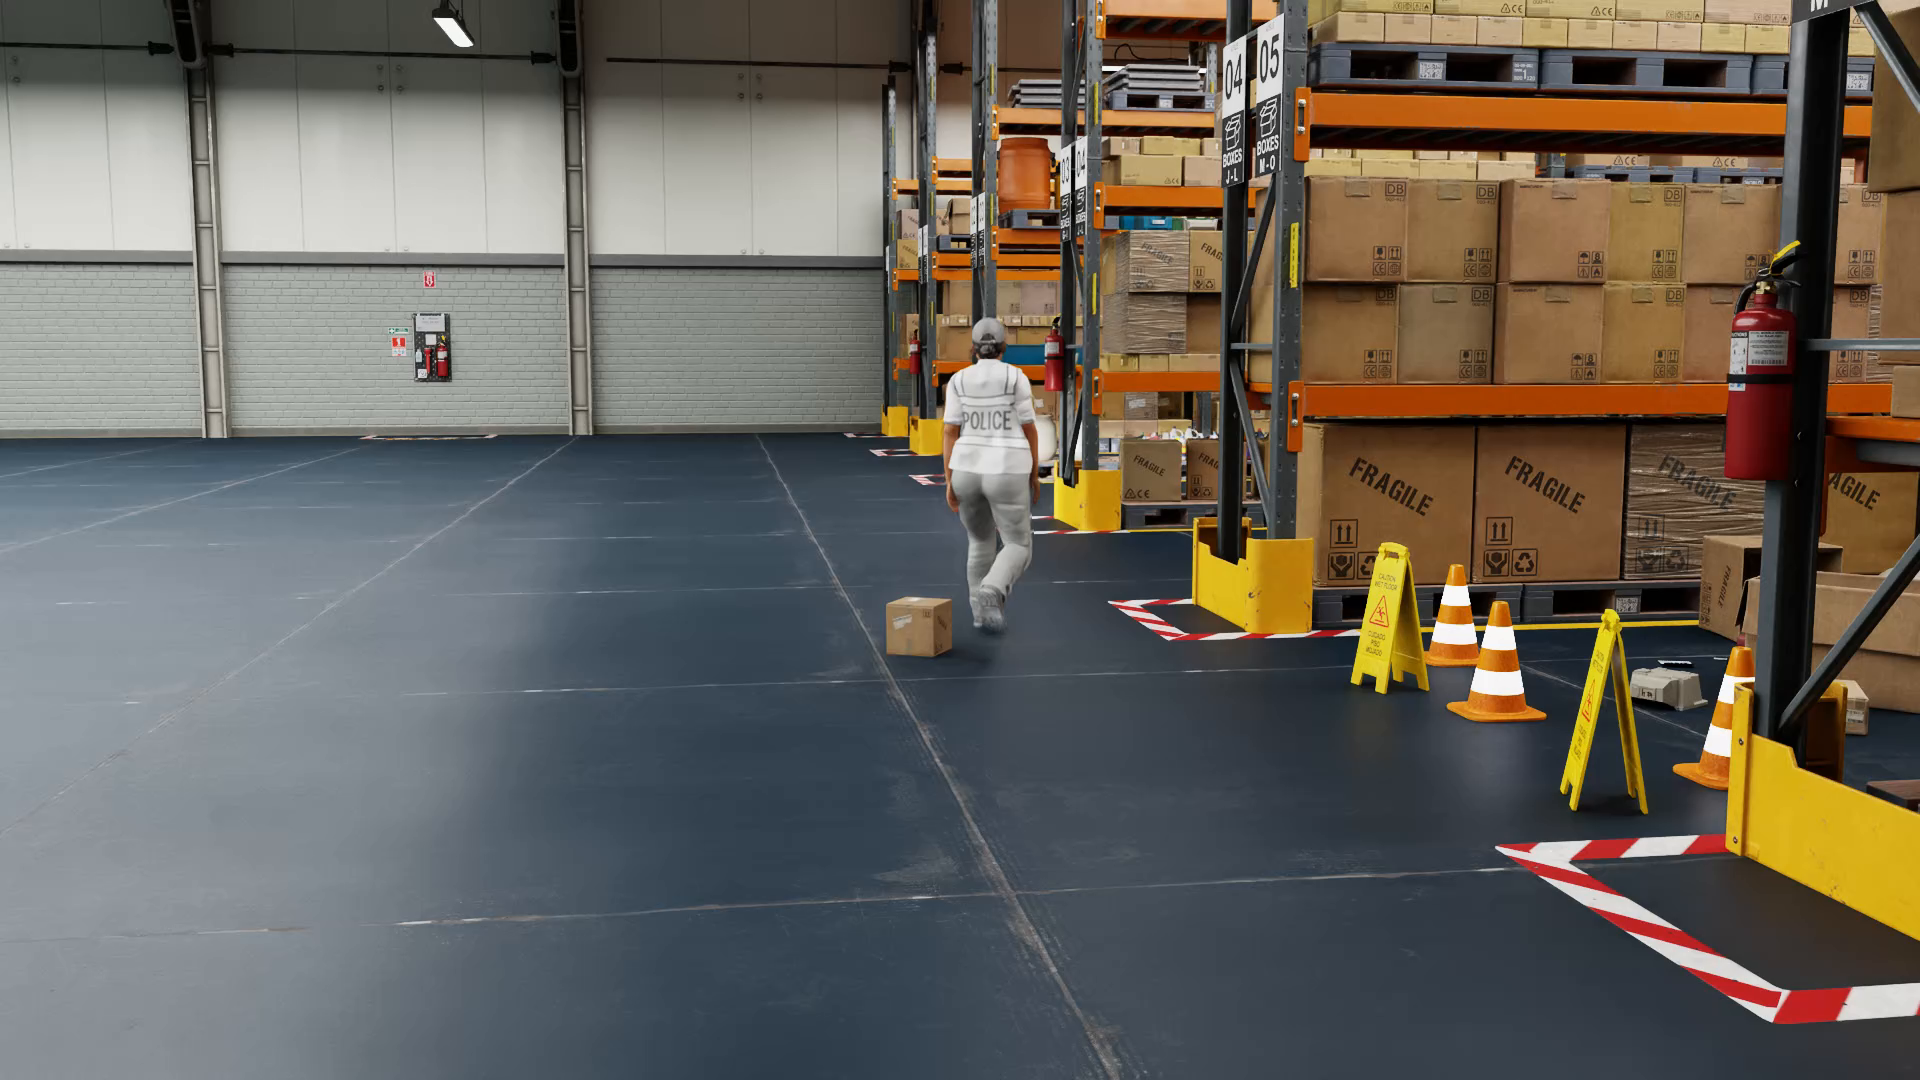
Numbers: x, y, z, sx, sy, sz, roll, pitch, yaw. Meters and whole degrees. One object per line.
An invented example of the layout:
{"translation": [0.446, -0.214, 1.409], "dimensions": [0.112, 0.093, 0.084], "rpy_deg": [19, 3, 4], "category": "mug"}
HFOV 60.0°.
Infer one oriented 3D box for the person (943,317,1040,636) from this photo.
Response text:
{"translation": [0.143, -0.320, 8.493], "dimensions": [0.481, 1.622, 0.849], "rpy_deg": [2, 7, 18], "category": "person"}
